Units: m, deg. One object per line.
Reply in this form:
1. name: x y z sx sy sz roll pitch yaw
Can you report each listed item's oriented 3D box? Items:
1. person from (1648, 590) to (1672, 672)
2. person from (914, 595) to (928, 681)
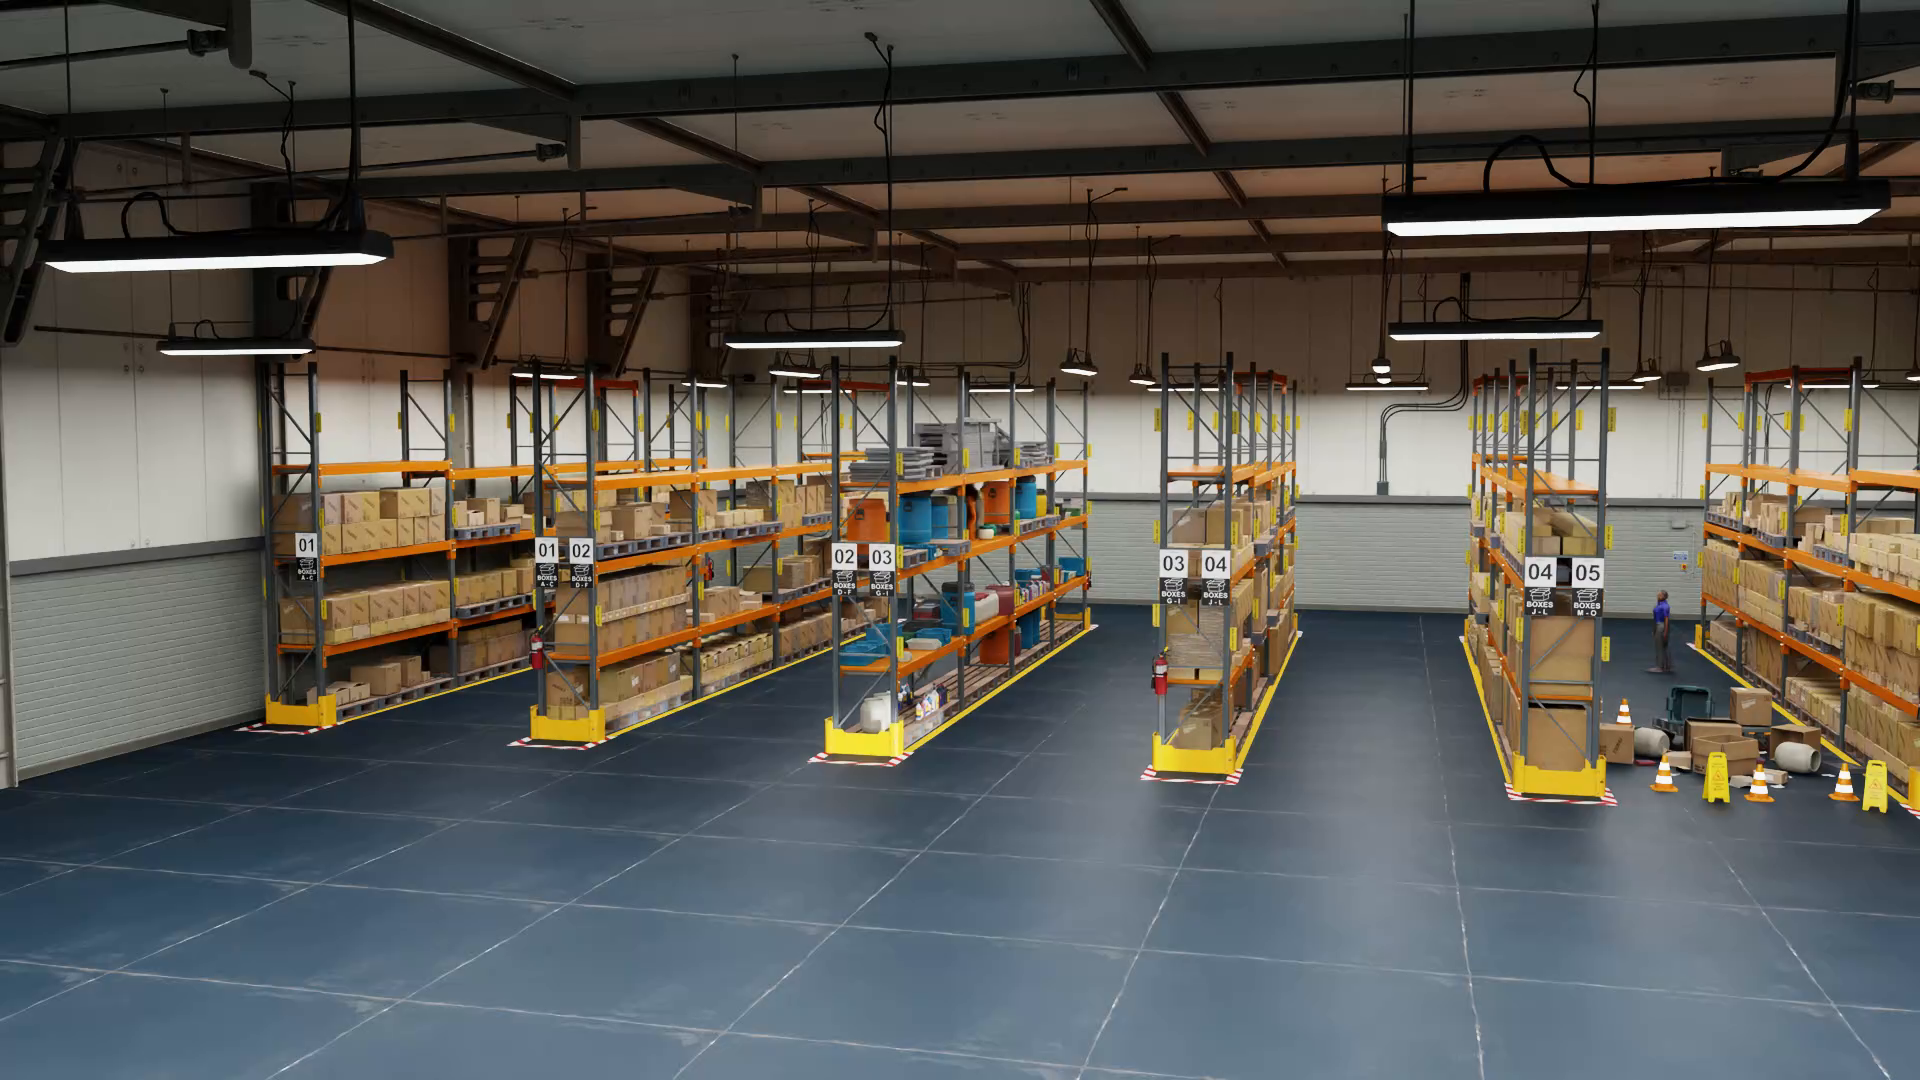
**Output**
1. person: 14.135 1.827 33.503 0.436 1.659 0.476 2 5 30
2. person: -0.775 1.877 32.099 0.503 1.669 0.420 2 4 25
